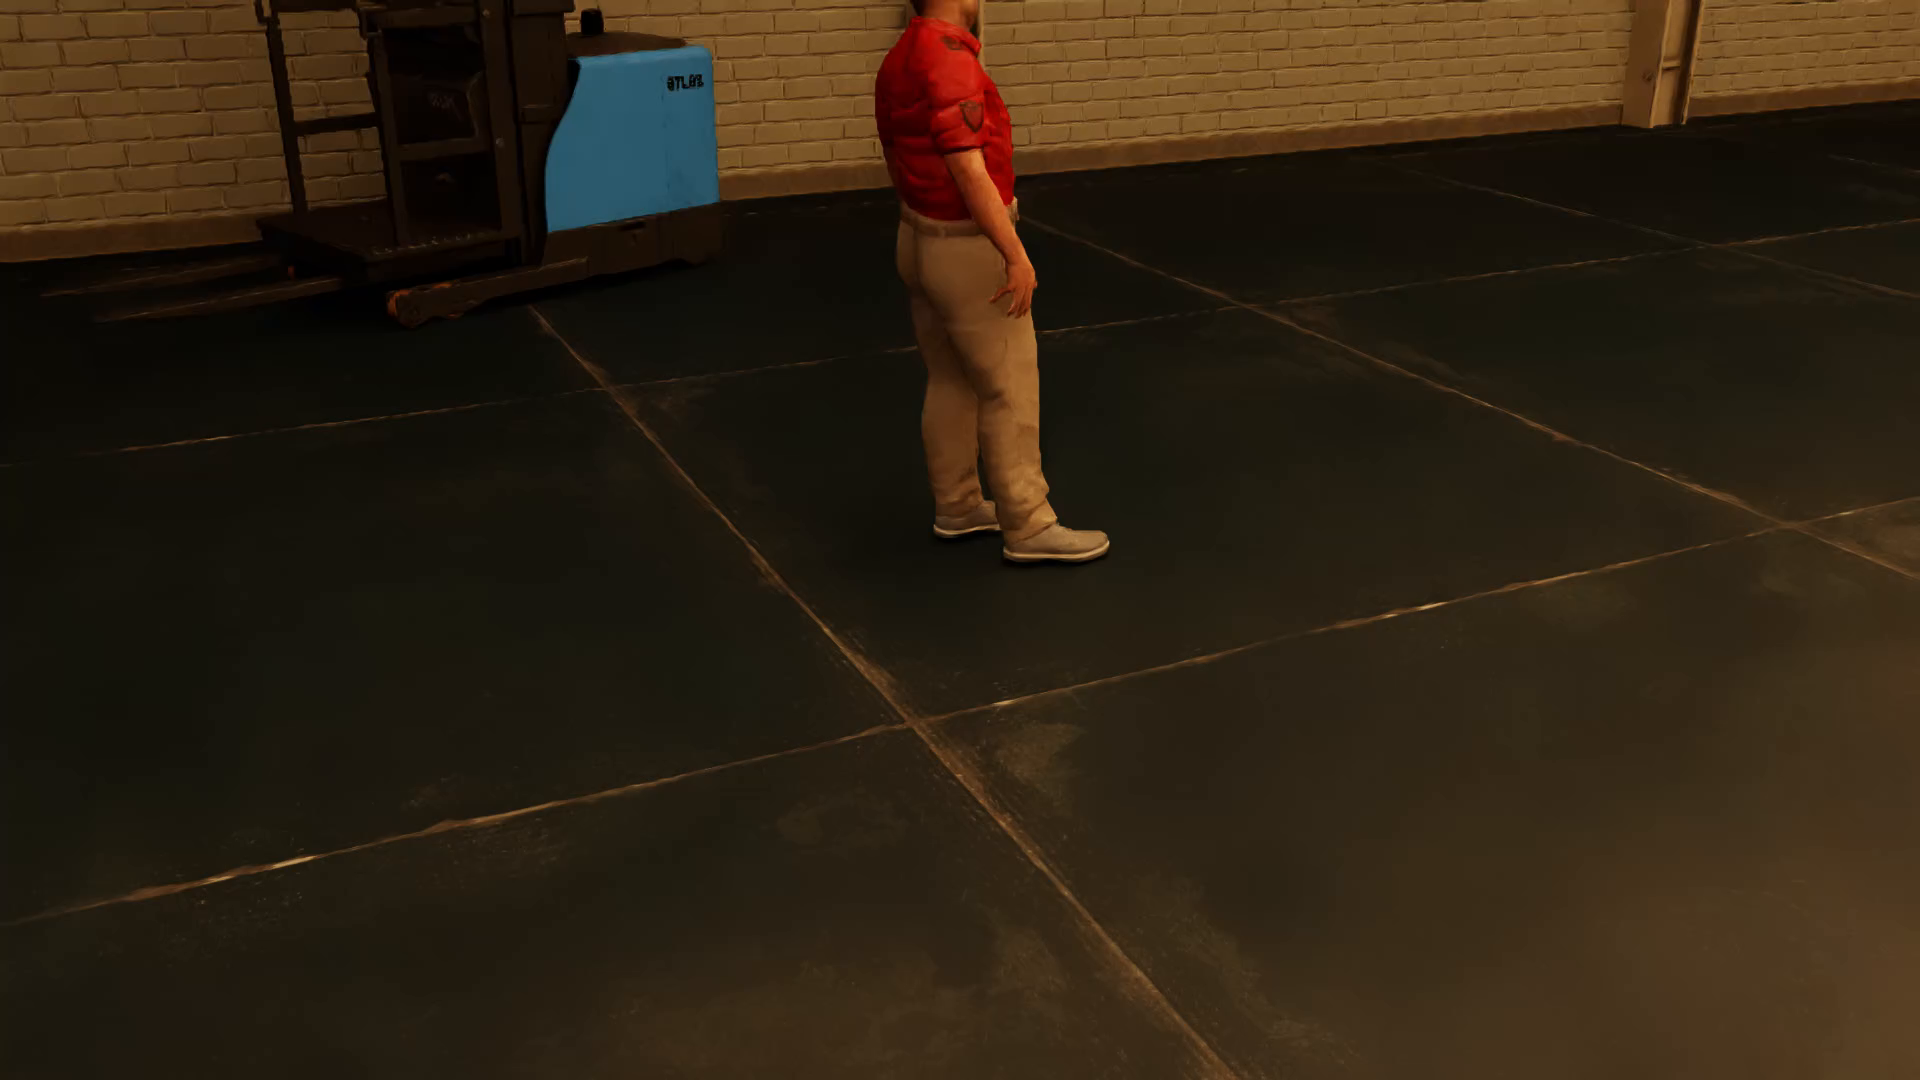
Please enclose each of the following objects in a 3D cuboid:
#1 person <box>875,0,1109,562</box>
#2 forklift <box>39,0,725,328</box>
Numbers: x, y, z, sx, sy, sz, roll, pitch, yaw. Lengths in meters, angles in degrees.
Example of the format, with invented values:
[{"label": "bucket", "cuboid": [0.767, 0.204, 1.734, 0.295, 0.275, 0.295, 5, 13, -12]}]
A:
[{"label": "person", "cuboid": [0.086, -0.815, 4.797, 0.550, 1.727, 0.640, -10, 25, -23]}, {"label": "forklift", "cuboid": [-2.599, -2.515, 7.339, 1.130, 2.935, 3.031, 21, 30, 41]}]
